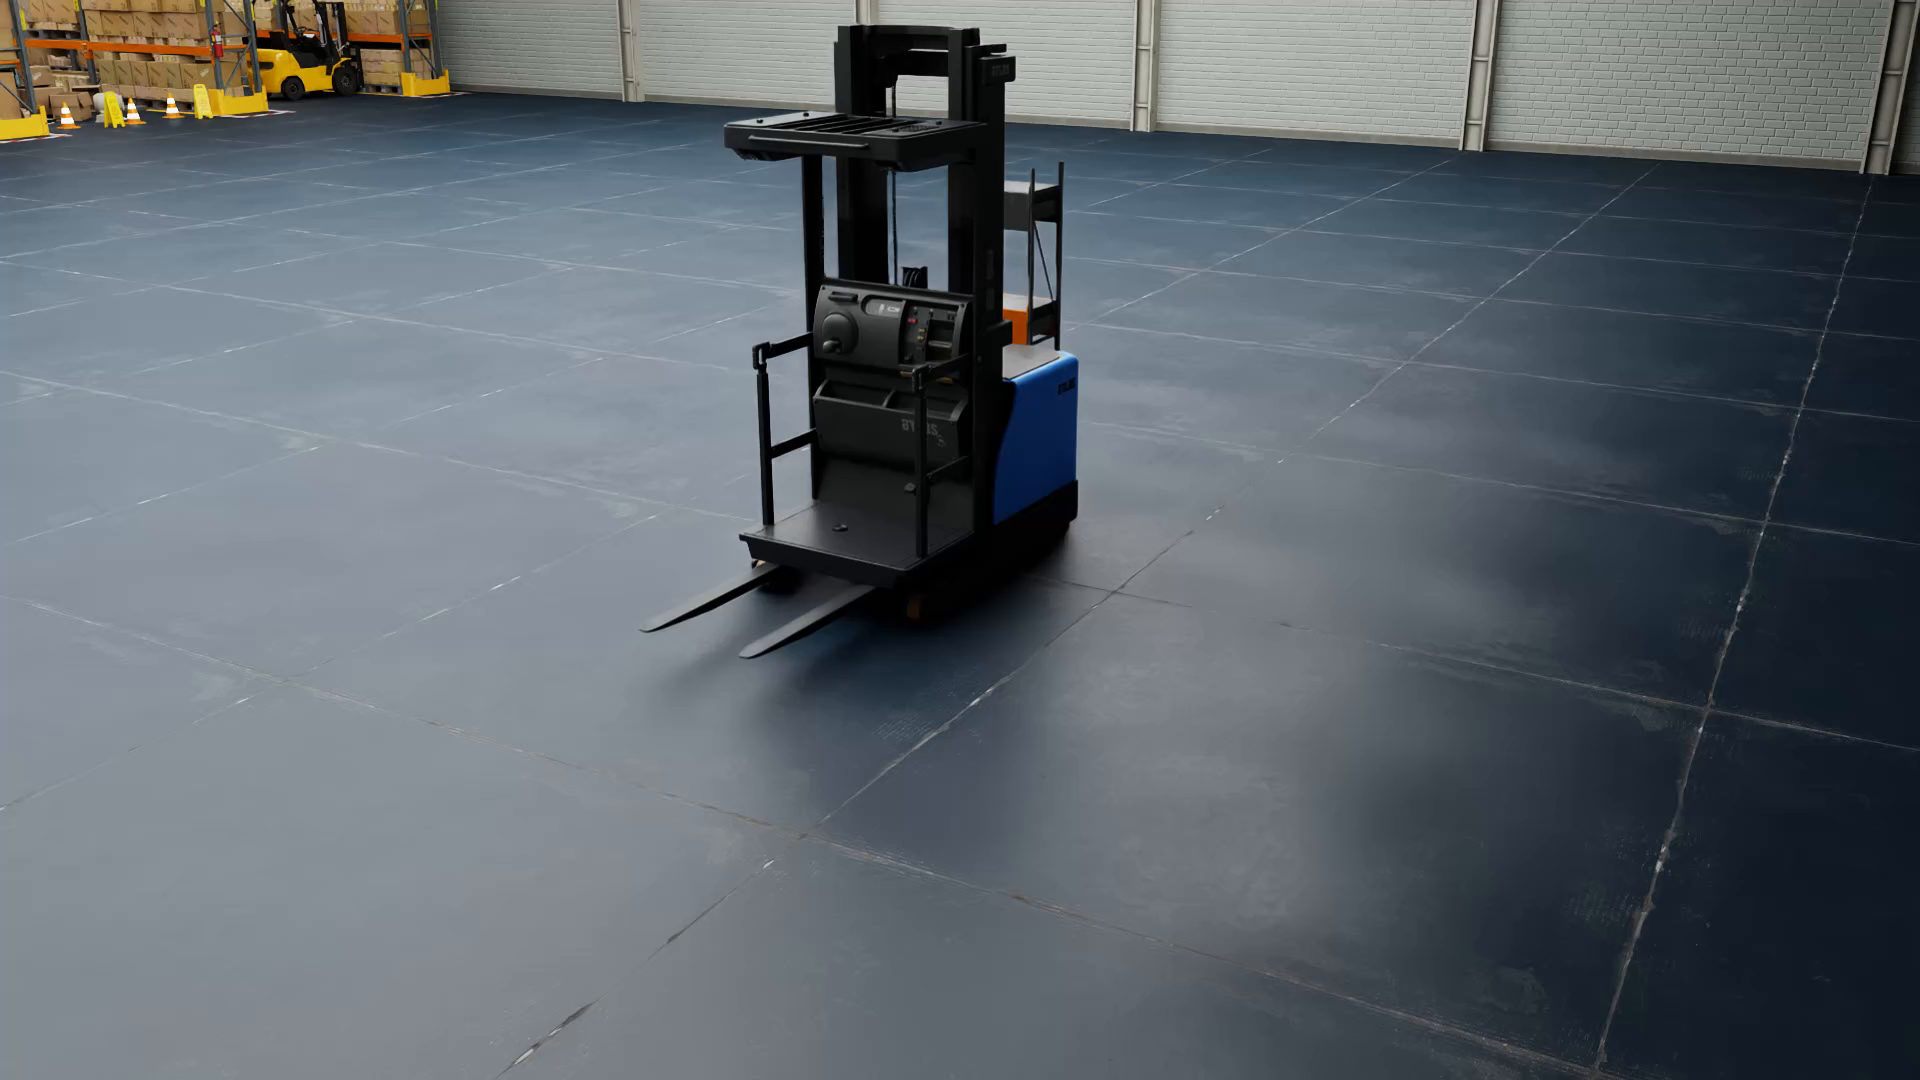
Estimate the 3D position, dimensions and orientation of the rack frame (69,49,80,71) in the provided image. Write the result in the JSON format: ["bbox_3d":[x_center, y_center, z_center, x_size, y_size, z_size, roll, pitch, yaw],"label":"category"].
[{"bbox_3d":[-22.641,-13.574,42.887,0.127,3.000,1.000,11,23,27],"label":"rack frame"}]

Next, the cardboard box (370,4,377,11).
[{"bbox_3d":[-13.038,-12.000,37.449,0.250,0.149,0.380,11,23,28],"label":"cardboard box"}]

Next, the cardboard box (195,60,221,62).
[{"bbox_3d":[-15.631,-9.663,34.422,0.500,0.500,0.500,10,22,25],"label":"cardboard box"}]

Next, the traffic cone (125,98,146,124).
[{"bbox_3d":[-15.831,-8.208,31.814,0.334,0.463,0.336,11,23,27],"label":"traffic cone"}]

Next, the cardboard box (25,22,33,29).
[{"bbox_3d":[-19.986,-11.117,35.866,0.250,0.149,0.380,12,23,29],"label":"cardboard box"}]

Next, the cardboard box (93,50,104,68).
[{"bbox_3d":[-21.859,-12.363,42.599,0.500,0.500,0.500,10,22,27],"label":"cardboard box"}]

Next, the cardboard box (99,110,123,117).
[{"bbox_3d":[-16.711,-8.376,32.739,0.380,0.149,0.250,-11,23,-29],"label":"cardboard box"}]

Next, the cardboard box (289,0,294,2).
[{"bbox_3d":[-15.523,-12.594,38.651,0.250,0.149,0.380,11,23,28],"label":"cardboard box"}]

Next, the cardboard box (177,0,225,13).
[{"bbox_3d":[-15.134,-10.777,33.127,0.500,0.500,0.700,10,22,26],"label":"cardboard box"}]

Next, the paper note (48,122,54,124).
[{"bbox_3d":[-17.412,-7.972,31.801,0.144,0.017,0.142,-16,26,-38],"label":"paper note"}]

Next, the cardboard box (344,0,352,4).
[{"bbox_3d":[-13.743,-12.249,37.701,0.250,0.149,0.380,11,23,28],"label":"cardboard box"}]

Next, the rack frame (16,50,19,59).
[{"bbox_3d":[-21.566,-11.430,36.977,0.127,3.000,1.000,11,23,27],"label":"rack frame"}]

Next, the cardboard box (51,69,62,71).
[{"bbox_3d":[-20.430,-10.175,36.755,0.625,0.372,0.950,10,22,26],"label":"cardboard box"}]

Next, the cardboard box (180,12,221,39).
[{"bbox_3d":[-15.190,-10.295,33.265,0.500,0.500,0.500,10,22,26],"label":"cardboard box"}]

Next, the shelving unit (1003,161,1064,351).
[{"bbox_3d":[0.303,-1.266,10.277,0.503,2.100,0.431,11,23,28],"label":"shelving unit"}]

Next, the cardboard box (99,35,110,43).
[{"bbox_3d":[-17.710,-10.473,34.706,0.250,0.149,0.380,12,23,29],"label":"cardboard box"}]

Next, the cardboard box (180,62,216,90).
[{"bbox_3d":[-15.409,-9.413,33.732,0.500,0.500,0.500,11,23,28],"label":"cardboard box"}]

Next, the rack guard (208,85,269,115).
[{"bbox_3d":[-14.648,-8.938,33.771,0.348,0.500,1.175,11,23,27],"label":"rack guard"}]

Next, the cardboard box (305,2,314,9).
[{"bbox_3d":[-14.860,-12.323,38.341,0.250,0.149,0.380,11,23,28],"label":"cardboard box"}]

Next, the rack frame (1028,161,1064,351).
[{"bbox_3d":[0.514,-1.224,10.161,0.015,2.100,0.400,11,23,28],"label":"rack frame"}]

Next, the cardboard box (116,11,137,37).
[{"bbox_3d":[-16.944,-10.632,34.193,0.500,0.500,0.500,11,22,27],"label":"cardboard box"}]

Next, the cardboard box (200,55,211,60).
[{"bbox_3d":[-18.037,-11.776,40.796,0.625,0.625,0.875,12,23,29],"label":"cardboard box"}]

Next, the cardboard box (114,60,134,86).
[{"bbox_3d":[-17.218,-9.759,34.685,0.500,0.500,0.500,12,23,29],"label":"cardboard box"}]

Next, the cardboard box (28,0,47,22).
[{"bbox_3d":[-19.470,-11.328,35.495,0.500,0.500,0.500,12,23,29],"label":"cardboard box"}]

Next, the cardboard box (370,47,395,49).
[{"bbox_3d":[-13.361,-11.258,38.452,0.500,0.250,0.500,11,22,27],"label":"cardboard box"}]

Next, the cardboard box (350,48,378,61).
[{"bbox_3d":[-13.613,-11.101,38.020,0.500,0.250,0.500,11,23,28],"label":"cardboard box"}]

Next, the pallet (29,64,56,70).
[{"bbox_3d":[-24.309,-12.580,44.236,1.213,0.211,1.003,11,23,27],"label":"pallet"}]

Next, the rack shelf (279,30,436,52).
[{"bbox_3d":[-13.911,-11.573,38.425,4.000,0.370,1.077,11,23,27],"label":"rack shelf"}]

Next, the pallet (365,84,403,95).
[{"bbox_3d":[-12.853,-10.382,38.177,1.213,0.211,1.003,11,23,27],"label":"pallet"}]

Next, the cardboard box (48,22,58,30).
[{"bbox_3d":[-19.122,-10.929,35.348,0.250,0.149,0.380,10,22,26],"label":"cardboard box"}]

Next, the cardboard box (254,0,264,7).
[{"bbox_3d":[-16.485,-12.680,39.325,0.250,0.149,0.380,11,23,27],"label":"cardboard box"}]

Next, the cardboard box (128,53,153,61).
[{"bbox_3d":[-16.925,-9.982,34.349,0.250,0.149,0.380,12,23,30],"label":"cardboard box"}]

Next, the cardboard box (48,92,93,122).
[{"bbox_3d":[-17.350,-8.465,32.463,0.637,0.503,0.797,-4,20,-10],"label":"cardboard box"}]

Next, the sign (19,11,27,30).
[{"bbox_3d":[-16.632,-9.218,29.493,0.005,0.325,0.100,11,23,27],"label":"sign"}]

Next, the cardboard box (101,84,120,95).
[{"bbox_3d":[-17.691,-9.492,35.049,0.500,0.250,0.500,10,22,25],"label":"cardboard box"}]

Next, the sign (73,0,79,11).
[{"bbox_3d":[-18.342,-11.144,34.489,0.005,0.325,0.100,11,23,27],"label":"sign"}]

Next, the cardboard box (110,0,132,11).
[{"bbox_3d":[-16.935,-11.101,34.021,0.500,0.500,0.700,10,22,26],"label":"cardboard box"}]

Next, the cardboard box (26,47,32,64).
[{"bbox_3d":[-24.505,-12.860,43.969,0.500,0.500,0.500,11,23,28],"label":"cardboard box"}]

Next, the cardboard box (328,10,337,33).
[{"bbox_3d":[-14.062,-11.883,38.080,0.500,0.500,0.500,11,23,28],"label":"cardboard box"}]

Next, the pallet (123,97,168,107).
[{"bbox_3d":[-17.471,-9.353,35.340,1.213,0.211,1.003,11,23,27],"label":"pallet"}]

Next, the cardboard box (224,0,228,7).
[{"bbox_3d":[-17.462,-12.811,39.685,0.250,0.149,0.380,10,22,26],"label":"cardboard box"}]

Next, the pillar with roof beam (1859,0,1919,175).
[{"bbox_3d":[11.758,-8.512,20.134,0.400,9.000,9.100,11,23,27],"label":"pillar with roof beam"}]

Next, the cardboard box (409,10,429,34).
[{"bbox_3d":[-12.462,-11.790,37.823,0.500,0.500,0.500,12,23,29],"label":"cardboard box"}]

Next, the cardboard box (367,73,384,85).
[{"bbox_3d":[-13.158,-10.553,37.974,0.500,0.250,0.500,11,23,27],"label":"cardboard box"}]

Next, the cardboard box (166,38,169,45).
[{"bbox_3d":[-15.896,-10.157,33.835,0.250,0.149,0.380,11,23,28],"label":"cardboard box"}]

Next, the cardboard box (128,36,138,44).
[{"bbox_3d":[-16.843,-10.284,34.185,0.250,0.149,0.380,11,23,28],"label":"cardboard box"}]

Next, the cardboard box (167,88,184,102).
[{"bbox_3d":[-15.867,-9.148,34.101,0.500,0.250,0.500,11,23,27],"label":"cardboard box"}]

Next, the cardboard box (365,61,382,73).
[{"bbox_3d":[-13.175,-10.793,37.903,0.500,0.250,0.500,11,22,27],"label":"cardboard box"}]

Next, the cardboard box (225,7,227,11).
[{"bbox_3d":[-17.538,-12.673,39.890,0.500,0.250,0.500,11,23,28],"label":"cardboard box"}]

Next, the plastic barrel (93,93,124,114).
[{"bbox_3d":[-17.124,-8.782,33.454,0.512,0.421,0.421,-7,21,-20],"label":"plastic barrel"}]

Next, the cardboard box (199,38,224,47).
[{"bbox_3d":[-15.013,-9.980,33.349,0.250,0.149,0.380,12,23,29],"label":"cardboard box"}]

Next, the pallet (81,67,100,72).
[{"bbox_3d":[-21.912,-12.139,43.020,1.213,0.211,1.003,11,23,27],"label":"pallet"}]

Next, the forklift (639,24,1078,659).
[{"bbox_3d":[-0.484,-1.120,8.655,1.130,2.935,3.031,12,23,29],"label":"forklift"}]

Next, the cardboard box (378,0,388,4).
[{"bbox_3d":[-12.811,-12.099,37.286,0.250,0.149,0.380,11,23,27],"label":"cardboard box"}]

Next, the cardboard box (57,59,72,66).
[{"bbox_3d":[-23.270,-12.436,43.316,0.250,0.149,0.380,10,22,26],"label":"cardboard box"}]
